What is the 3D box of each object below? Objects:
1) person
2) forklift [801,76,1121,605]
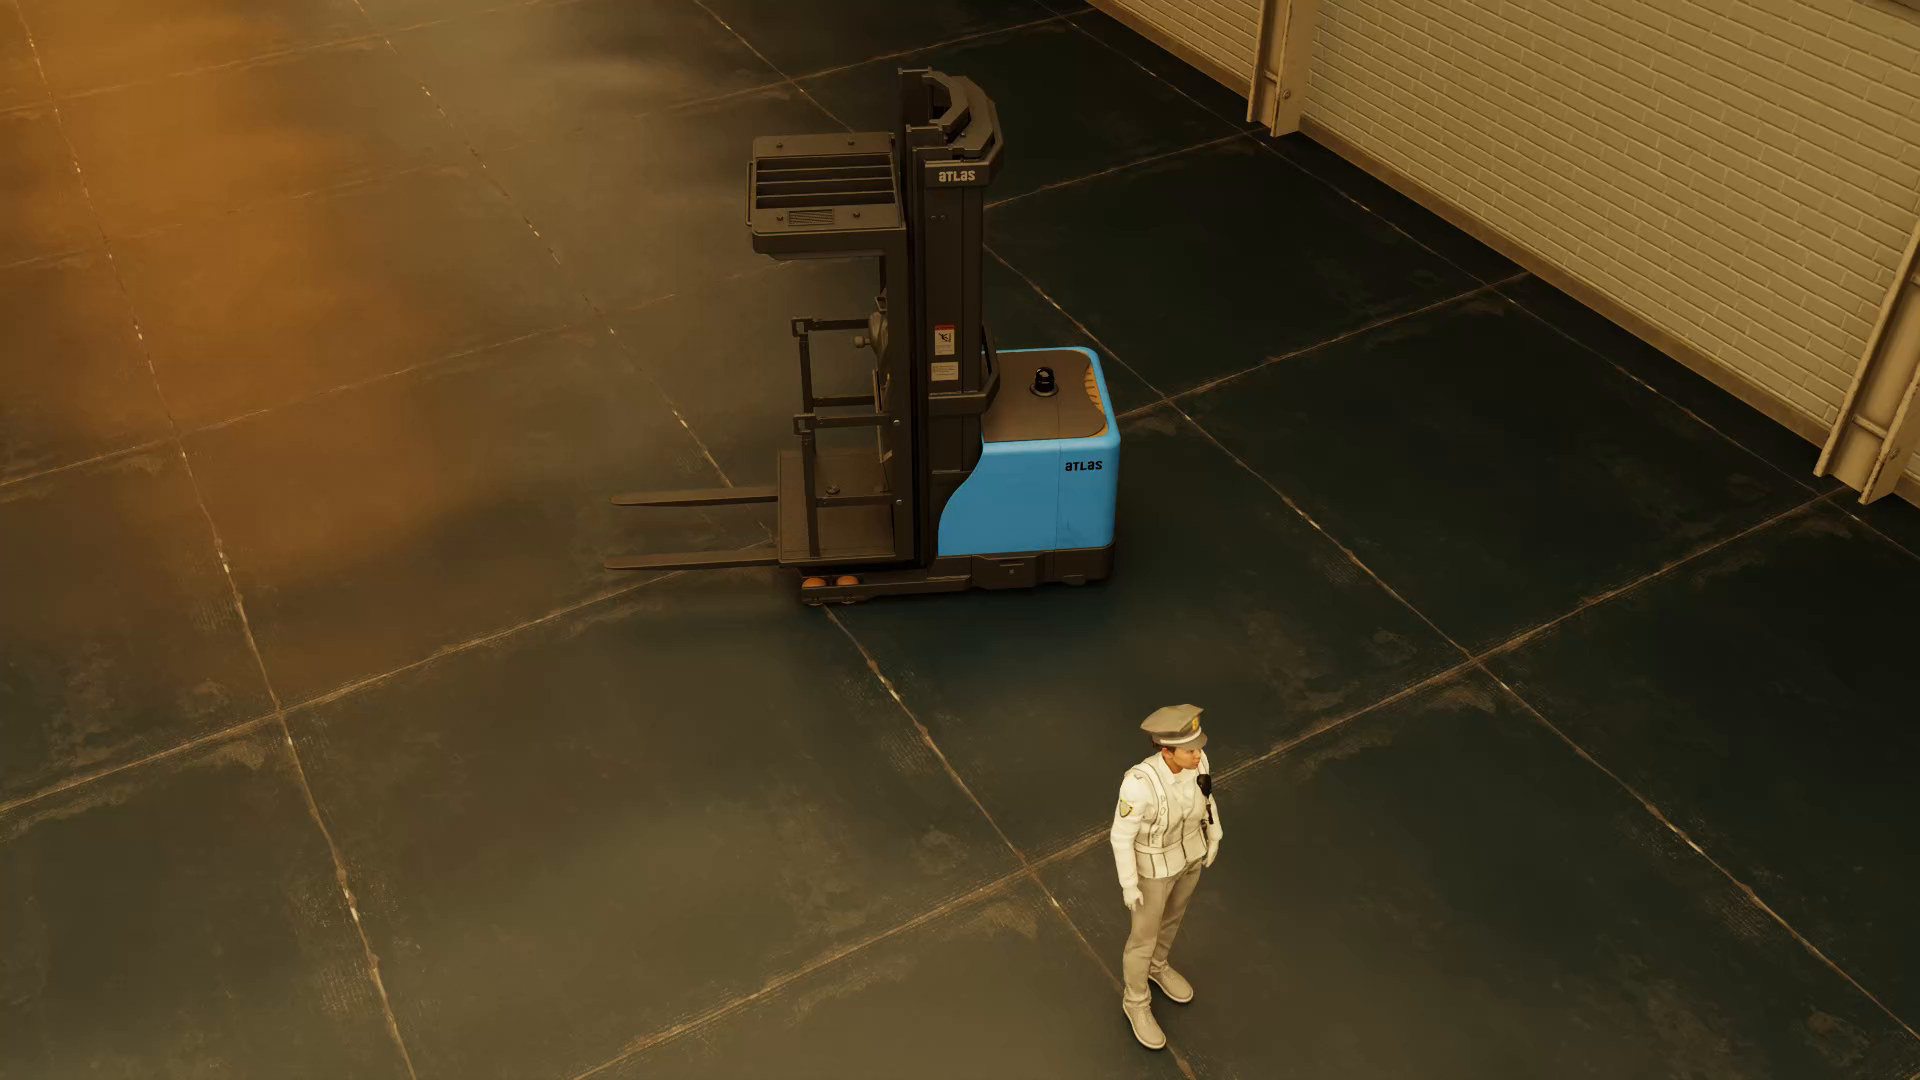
[{"bbox_3d":[0.946,1.460,7.268,0.569,1.652,0.500,-26,46,-28],"label":"person"},{"bbox_3d":[-0.078,-1.099,9.411,1.939,2.867,1.129,-3,40,-4],"label":"forklift"}]
